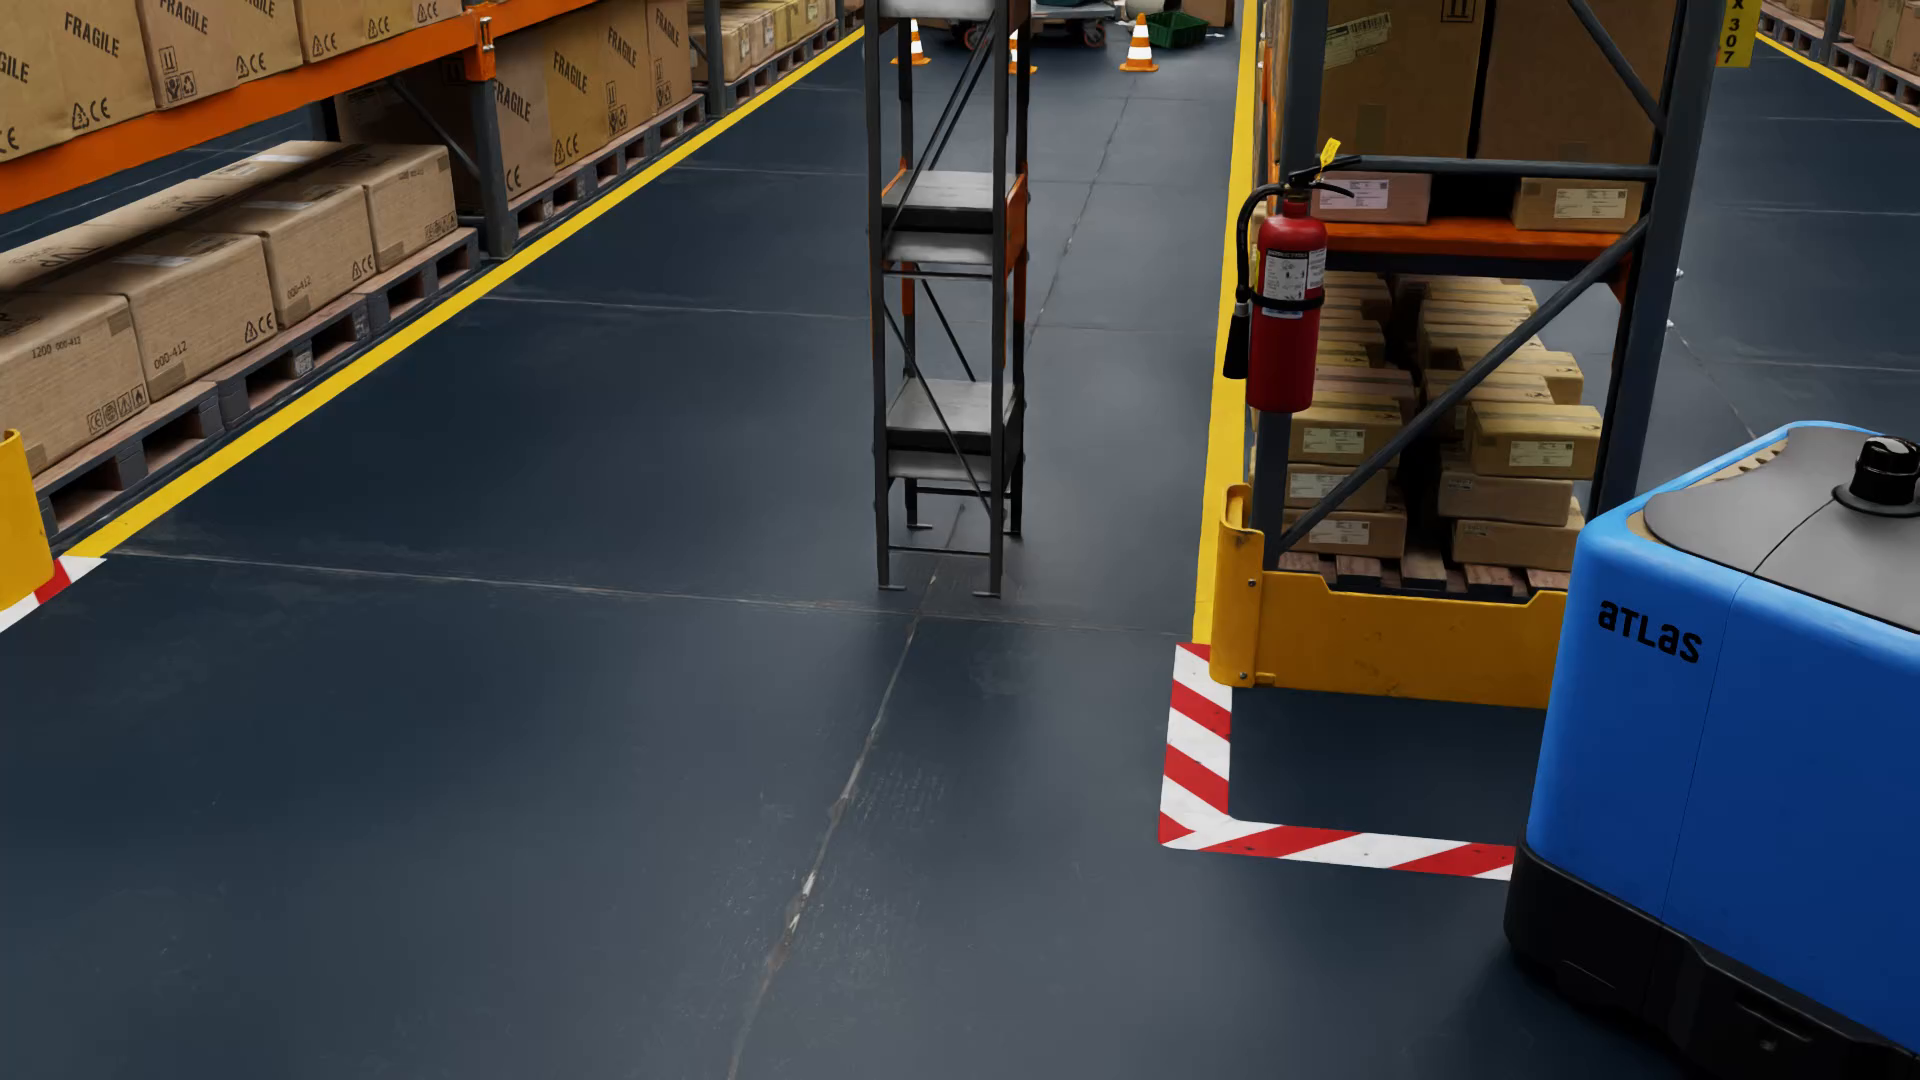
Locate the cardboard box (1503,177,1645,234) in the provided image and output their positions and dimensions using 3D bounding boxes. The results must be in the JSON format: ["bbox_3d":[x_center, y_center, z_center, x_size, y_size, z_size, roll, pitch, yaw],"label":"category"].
[{"bbox_3d":[1.694,-0.935,4.506,0.380,0.149,0.250,4,25,8],"label":"cardboard box"}]

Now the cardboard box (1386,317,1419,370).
[{"bbox_3d":[1.812,-0.724,6.275,0.380,0.149,0.250,5,26,11],"label":"cardboard box"}]

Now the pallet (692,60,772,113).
[{"bbox_3d":[-2.145,-3.647,13.292,1.003,0.211,1.213,4,25,9],"label":"pallet"}]

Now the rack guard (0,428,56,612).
[{"bbox_3d":[-3.586,-0.095,5.363,1.175,0.500,0.348,4,25,9],"label":"rack guard"}]

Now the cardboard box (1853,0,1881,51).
[{"bbox_3d":[8.034,-4.381,14.001,0.700,0.500,0.500,2,25,4],"label":"cardboard box"}]

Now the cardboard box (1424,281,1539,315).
[{"bbox_3d":[1.935,-0.852,6.198,0.380,0.149,0.250,4,25,9],"label":"cardboard box"}]

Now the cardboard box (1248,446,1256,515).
[{"bbox_3d":[1.141,-0.184,5.473,0.380,0.149,0.250,5,26,10],"label":"cardboard box"}]

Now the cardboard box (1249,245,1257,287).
[{"bbox_3d":[1.552,-1.267,7.786,0.380,0.149,0.250,5,26,10],"label":"cardboard box"}]

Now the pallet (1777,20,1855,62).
[{"bbox_3d":[8.231,-4.590,15.306,1.003,0.211,1.213,4,25,9],"label":"pallet"}]

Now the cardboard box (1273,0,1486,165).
[{"bbox_3d":[1.138,-1.322,4.567,0.500,0.500,0.500,5,25,10],"label":"cardboard box"}]

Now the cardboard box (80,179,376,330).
[{"bbox_3d":[-3.282,-1.310,7.537,0.875,0.438,0.875,3,25,7],"label":"cardboard box"}]

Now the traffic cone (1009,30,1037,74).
[{"bbox_3d":[0.497,-4.301,14.392,0.336,0.463,0.334,4,25,9],"label":"traffic cone"}]

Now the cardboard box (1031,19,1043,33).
[{"bbox_3d":[0.630,-5.210,16.566,0.258,0.266,0.396,-14,29,-27],"label":"cardboard box"}]

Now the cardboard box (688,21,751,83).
[{"bbox_3d":[-2.172,-3.819,12.974,0.950,0.372,0.625,2,25,5],"label":"cardboard box"}]

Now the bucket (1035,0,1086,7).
[{"bbox_3d":[1.027,-5.378,15.769,0.726,0.611,0.620,13,38,26],"label":"bucket"}]

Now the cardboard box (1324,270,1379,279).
[{"bbox_3d":[1.431,-0.996,6.506,0.380,0.149,0.250,4,25,9],"label":"cardboard box"}]

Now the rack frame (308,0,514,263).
[{"bbox_3d":[-2.928,-2.910,8.428,1.000,3.000,0.127,4,25,9],"label":"rack frame"}]

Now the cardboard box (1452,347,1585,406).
[{"bbox_3d":[1.833,-0.520,5.489,0.380,0.149,0.250,4,25,8],"label":"cardboard box"}]

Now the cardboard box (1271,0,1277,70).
[{"bbox_3d":[1.392,-1.958,5.925,0.500,0.500,0.500,5,26,11],"label":"cardboard box"}]

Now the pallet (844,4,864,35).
[{"bbox_3d":[-1.546,-5.276,16.773,1.003,0.211,1.213,4,25,9],"label":"pallet"}]

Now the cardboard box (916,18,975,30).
[{"bbox_3d":[-0.103,-5.479,16.862,0.500,0.500,0.500,-20,32,-36],"label":"cardboard box"}]

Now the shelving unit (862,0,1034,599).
[{"bbox_3d":[-0.027,-0.882,5.157,0.431,2.100,0.503,4,25,9],"label":"shelving unit"}]

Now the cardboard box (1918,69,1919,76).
[{"bbox_3d":[7.756,-3.715,12.579,0.700,0.500,0.500,6,26,13],"label":"cardboard box"}]

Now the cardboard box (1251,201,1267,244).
[{"bbox_3d":[1.597,-1.514,7.962,0.380,0.149,0.250,5,26,11],"label":"cardboard box"}]

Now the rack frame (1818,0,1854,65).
[{"bbox_3d":[8.156,-5.569,14.110,1.000,3.000,0.127,4,25,9],"label":"rack frame"}]

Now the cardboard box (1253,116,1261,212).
[{"bbox_3d":[1.844,-1.994,8.926,0.500,0.500,0.500,4,25,8],"label":"cardboard box"}]

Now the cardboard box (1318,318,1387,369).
[{"bbox_3d":[1.274,-0.666,5.800,0.380,0.149,0.250,3,25,6],"label":"cardboard box"}]

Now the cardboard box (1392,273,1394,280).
[{"bbox_3d":[2.016,-1.056,6.984,0.380,0.149,0.250,5,25,10],"label":"cardboard box"}]

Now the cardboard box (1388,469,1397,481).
[{"bbox_3d":[1.219,-0.316,5.404,0.380,0.149,0.250,3,25,7],"label":"cardboard box"}]

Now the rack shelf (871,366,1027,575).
[{"bbox_3d":[-0.027,-0.235,5.460,0.431,0.518,0.480,4,25,9],"label":"rack shelf"}]

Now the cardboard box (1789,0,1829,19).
[{"bbox_3d":[8.371,-5.297,15.981,0.500,0.500,0.500,2,25,4],"label":"cardboard box"}]

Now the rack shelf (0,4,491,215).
[{"bbox_3d":[-3.255,-1.748,6.794,1.077,0.370,4.000,4,25,9],"label":"rack shelf"}]

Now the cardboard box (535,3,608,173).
[{"bbox_3d":[-2.766,-2.781,10.164,0.875,0.875,0.875,5,26,10],"label":"cardboard box"}]

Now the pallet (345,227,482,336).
[{"bbox_3d":[-3.130,-1.334,8.352,1.003,0.211,1.213,4,25,9],"label":"pallet"}]

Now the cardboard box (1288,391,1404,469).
[{"bbox_3d":[1.155,-0.344,5.112,0.380,0.149,0.250,4,25,9],"label":"cardboard box"}]

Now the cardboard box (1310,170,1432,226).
[{"bbox_3d":[1.093,-0.978,4.598,0.380,0.149,0.250,4,25,9],"label":"cardboard box"}]

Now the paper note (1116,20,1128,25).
[{"bbox_3d":[1.696,-5.302,17.050,0.172,0.023,0.155,13,28,26],"label":"paper note"}]

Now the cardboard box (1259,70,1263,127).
[{"bbox_3d":[1.844,-2.336,8.771,0.500,0.250,0.500,3,25,7],"label":"cardboard box"}]

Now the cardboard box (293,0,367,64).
[{"bbox_3d":[-2.898,-2.317,7.043,0.500,0.500,0.500,4,25,8],"label":"cardboard box"}]

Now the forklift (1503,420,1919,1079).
[{"bbox_3d":[2.545,-0.041,2.380,1.130,2.935,3.031,-20,31,-36],"label":"forklift"}]

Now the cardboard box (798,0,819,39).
[{"bbox_3d":[-1.818,-4.735,14.933,0.950,0.372,0.625,6,26,12],"label":"cardboard box"}]

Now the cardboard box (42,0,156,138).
[{"bbox_3d":[-3.165,-1.677,5.676,0.500,0.500,0.500,4,25,8],"label":"cardboard box"}]

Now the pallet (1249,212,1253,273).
[{"bbox_3d":[2.098,-1.672,9.073,1.003,0.211,1.213,4,25,9],"label":"pallet"}]

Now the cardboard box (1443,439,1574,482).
[{"bbox_3d":[1.757,-0.282,5.331,0.380,0.149,0.250,4,25,8],"label":"cardboard box"}]

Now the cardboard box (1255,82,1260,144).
[{"bbox_3d":[2.100,-2.637,10.298,0.500,0.500,0.500,3,25,7],"label":"cardboard box"}]

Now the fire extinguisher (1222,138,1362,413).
[{"bbox_3d":[0.822,-0.659,4.151,0.296,0.674,0.183,4,25,9],"label":"fire extinguisher"}]

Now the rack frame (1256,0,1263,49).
[{"bbox_3d":[3.279,-5.955,14.934,1.000,3.000,0.127,4,25,9],"label":"rack frame"}]

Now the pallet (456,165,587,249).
[{"bbox_3d":[-2.876,-1.975,9.720,1.003,0.211,1.213,4,25,9],"label":"pallet"}]

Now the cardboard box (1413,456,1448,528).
[{"bbox_3d":[1.682,-0.147,5.394,0.380,0.149,0.250,4,25,8],"label":"cardboard box"}]

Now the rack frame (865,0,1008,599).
[{"bbox_3d":[-0.067,-0.780,4.939,0.400,2.100,0.015,4,25,9],"label":"rack frame"}]

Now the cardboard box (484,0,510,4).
[{"bbox_3d":[-2.596,-3.008,8.814,0.500,0.250,0.500,3,25,7],"label":"cardboard box"}]
